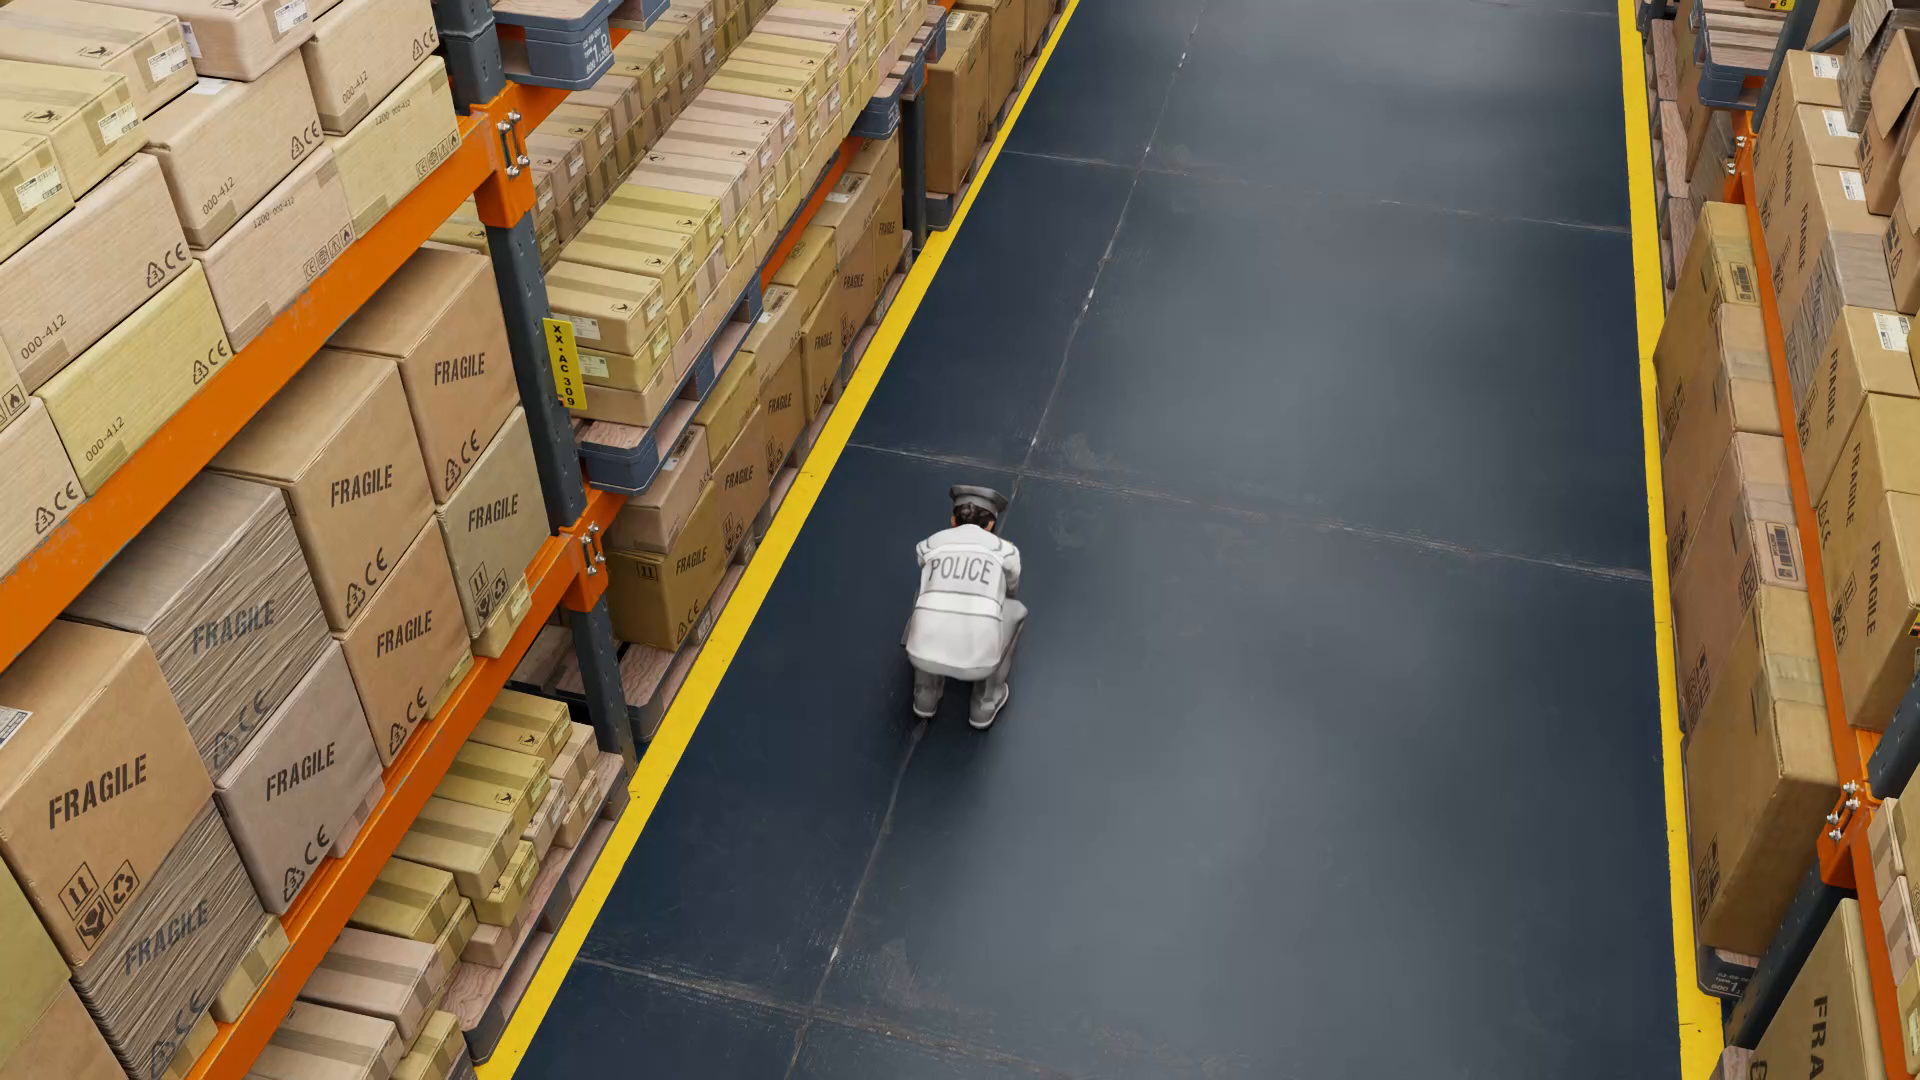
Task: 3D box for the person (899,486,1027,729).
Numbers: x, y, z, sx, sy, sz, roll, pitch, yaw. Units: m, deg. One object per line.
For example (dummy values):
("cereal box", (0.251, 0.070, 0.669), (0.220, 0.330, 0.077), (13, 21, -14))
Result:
("person", (0.031, 0.268, 6.612), (0.472, 0.730, 0.973), (9, 42, 10))
